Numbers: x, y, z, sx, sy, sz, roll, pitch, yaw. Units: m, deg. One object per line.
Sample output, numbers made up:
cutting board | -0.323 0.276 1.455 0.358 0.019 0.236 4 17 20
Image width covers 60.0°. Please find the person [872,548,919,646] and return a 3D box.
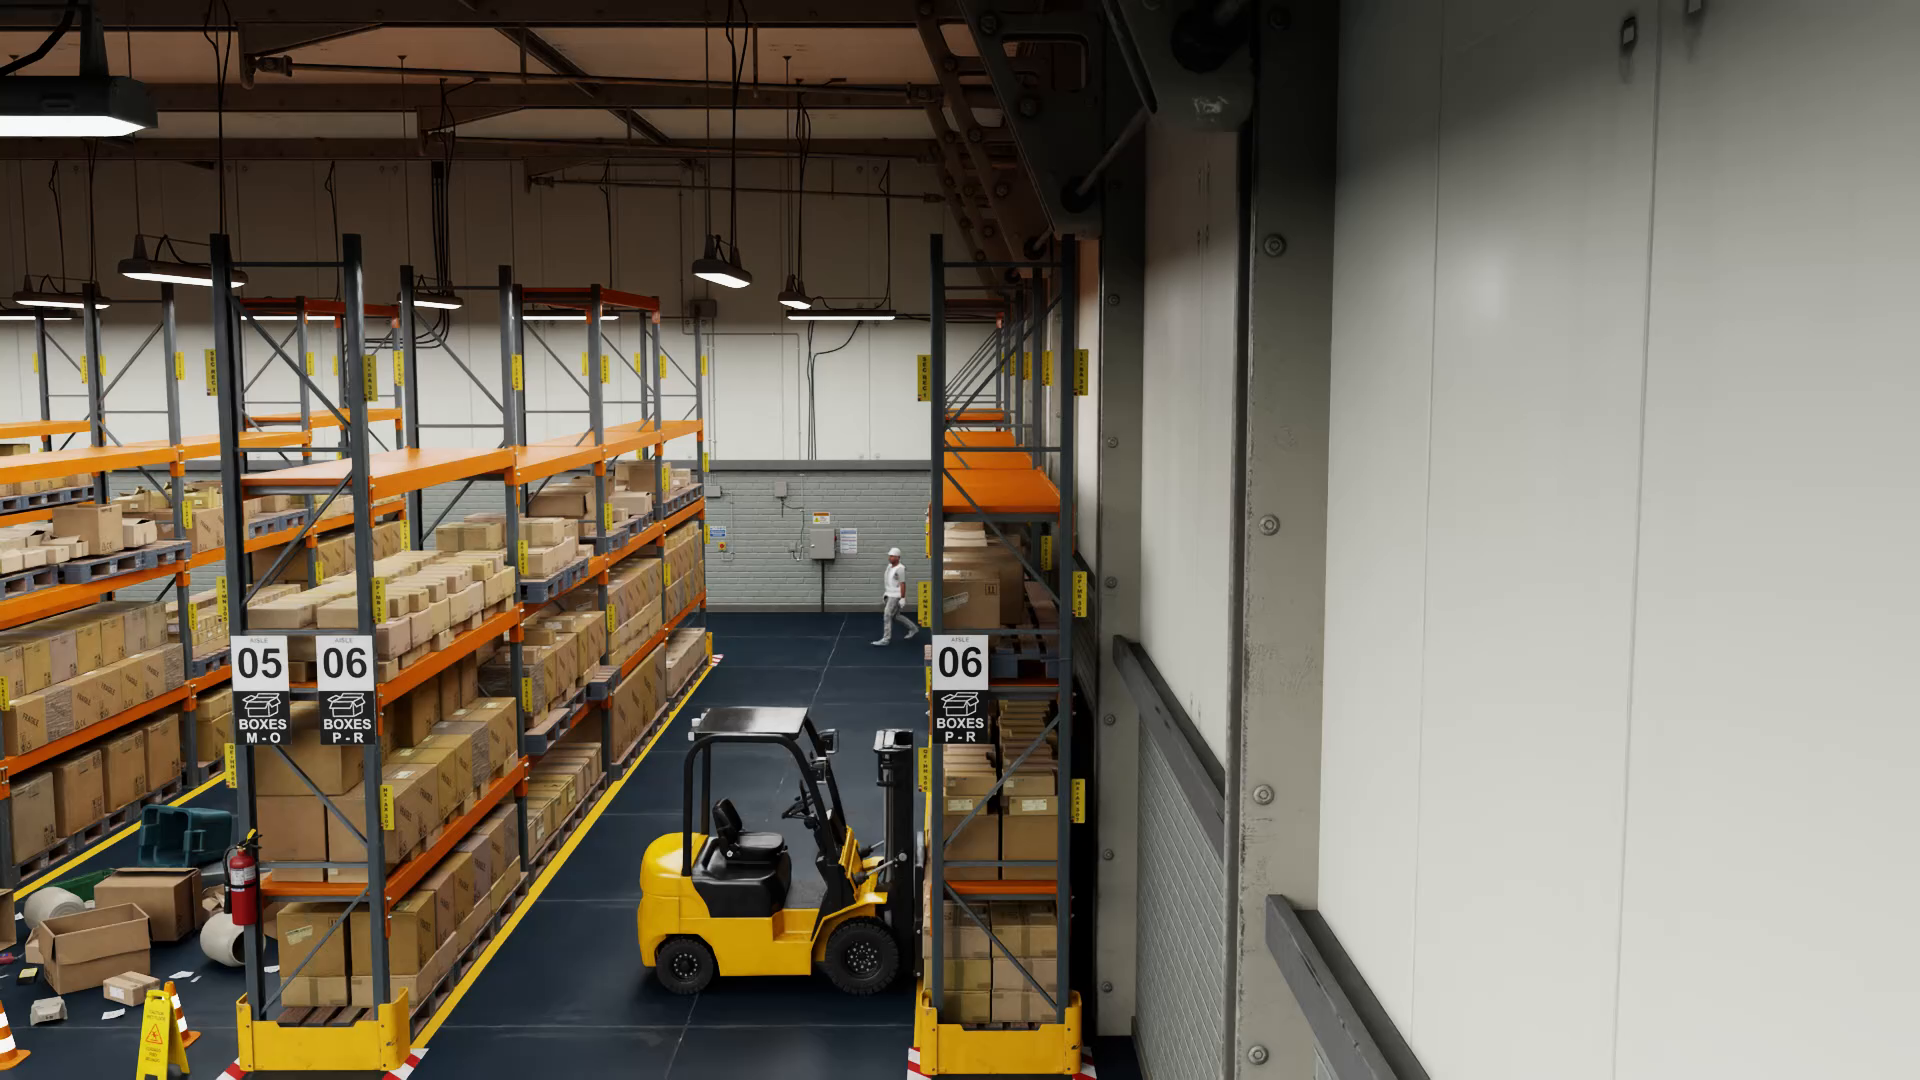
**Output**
person | -1.130 1.010 29.771 0.943 1.766 0.586 -3 7 -24
